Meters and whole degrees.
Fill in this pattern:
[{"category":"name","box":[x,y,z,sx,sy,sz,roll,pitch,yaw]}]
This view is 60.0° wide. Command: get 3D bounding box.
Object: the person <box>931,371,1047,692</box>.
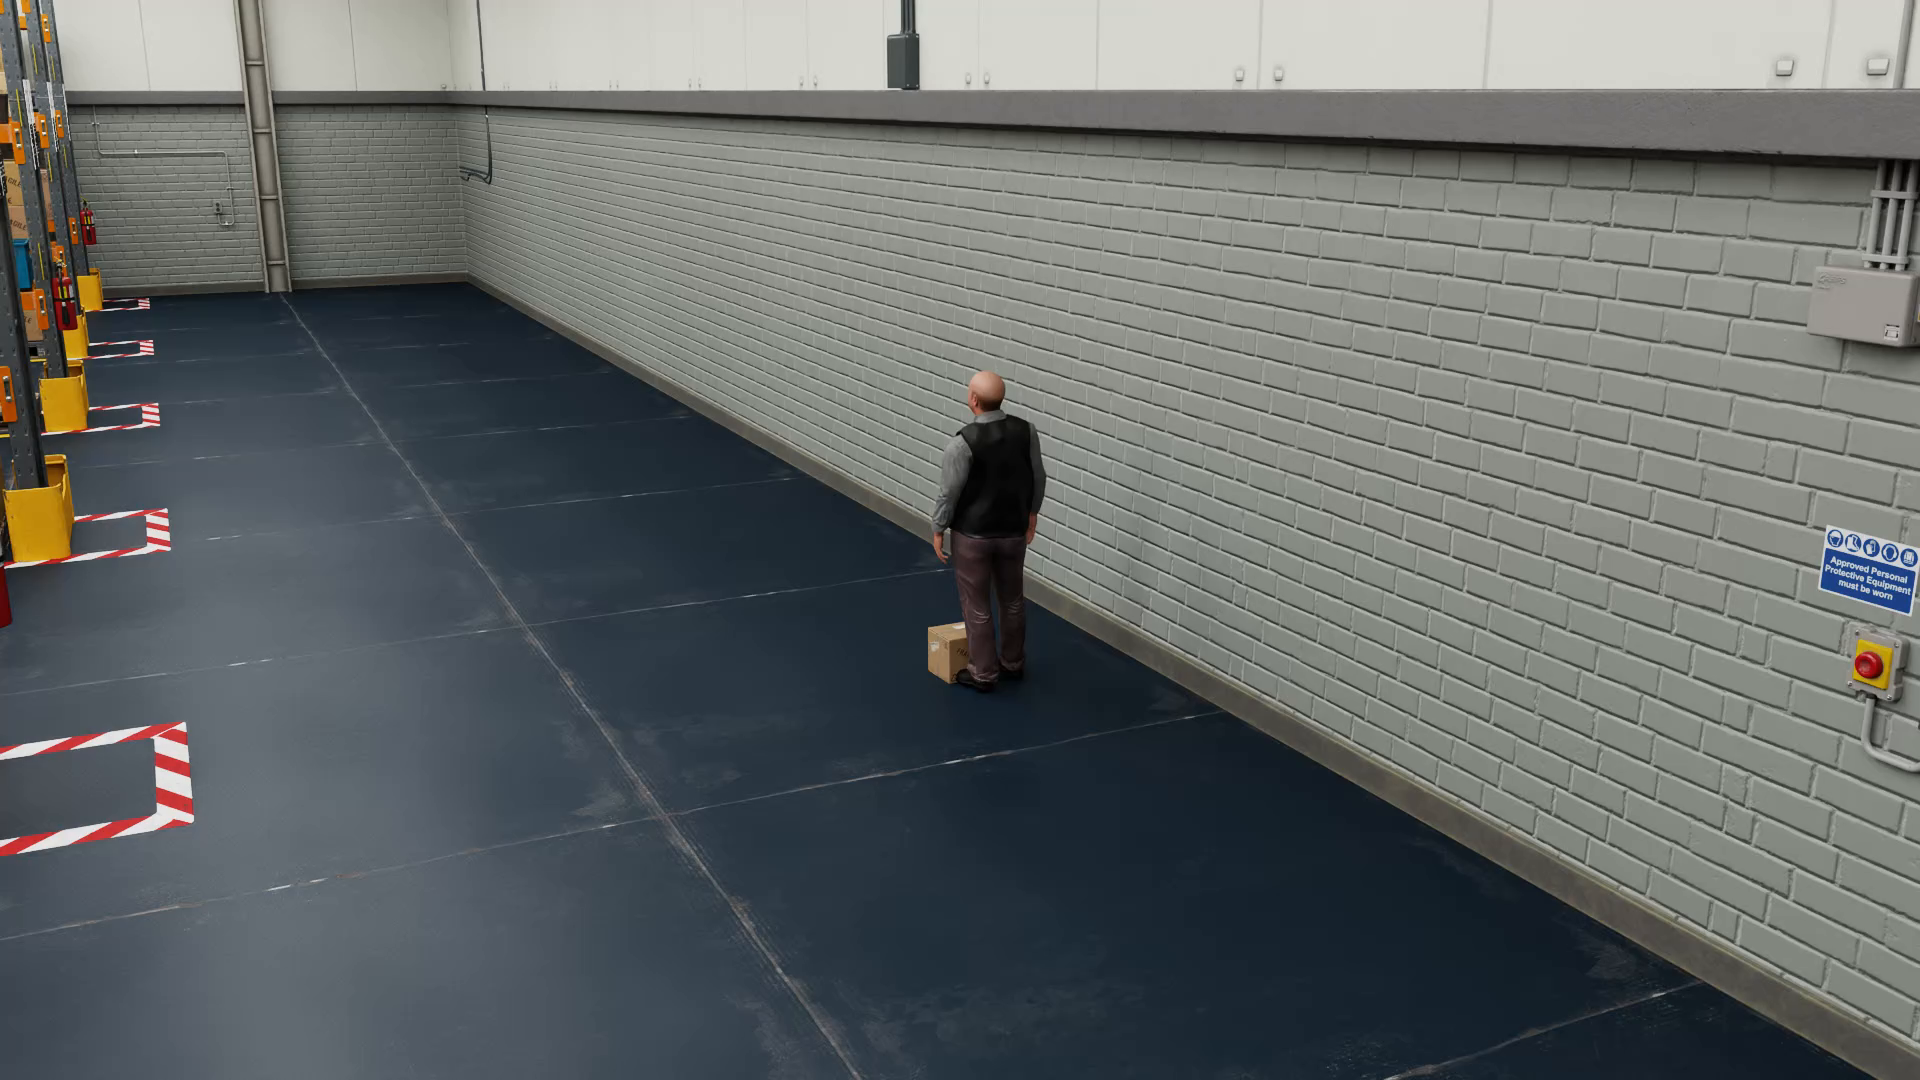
[{"category":"person","box":[0.117,-0.055,8.739,0.632,1.720,0.552,-7,17,-25]}]
